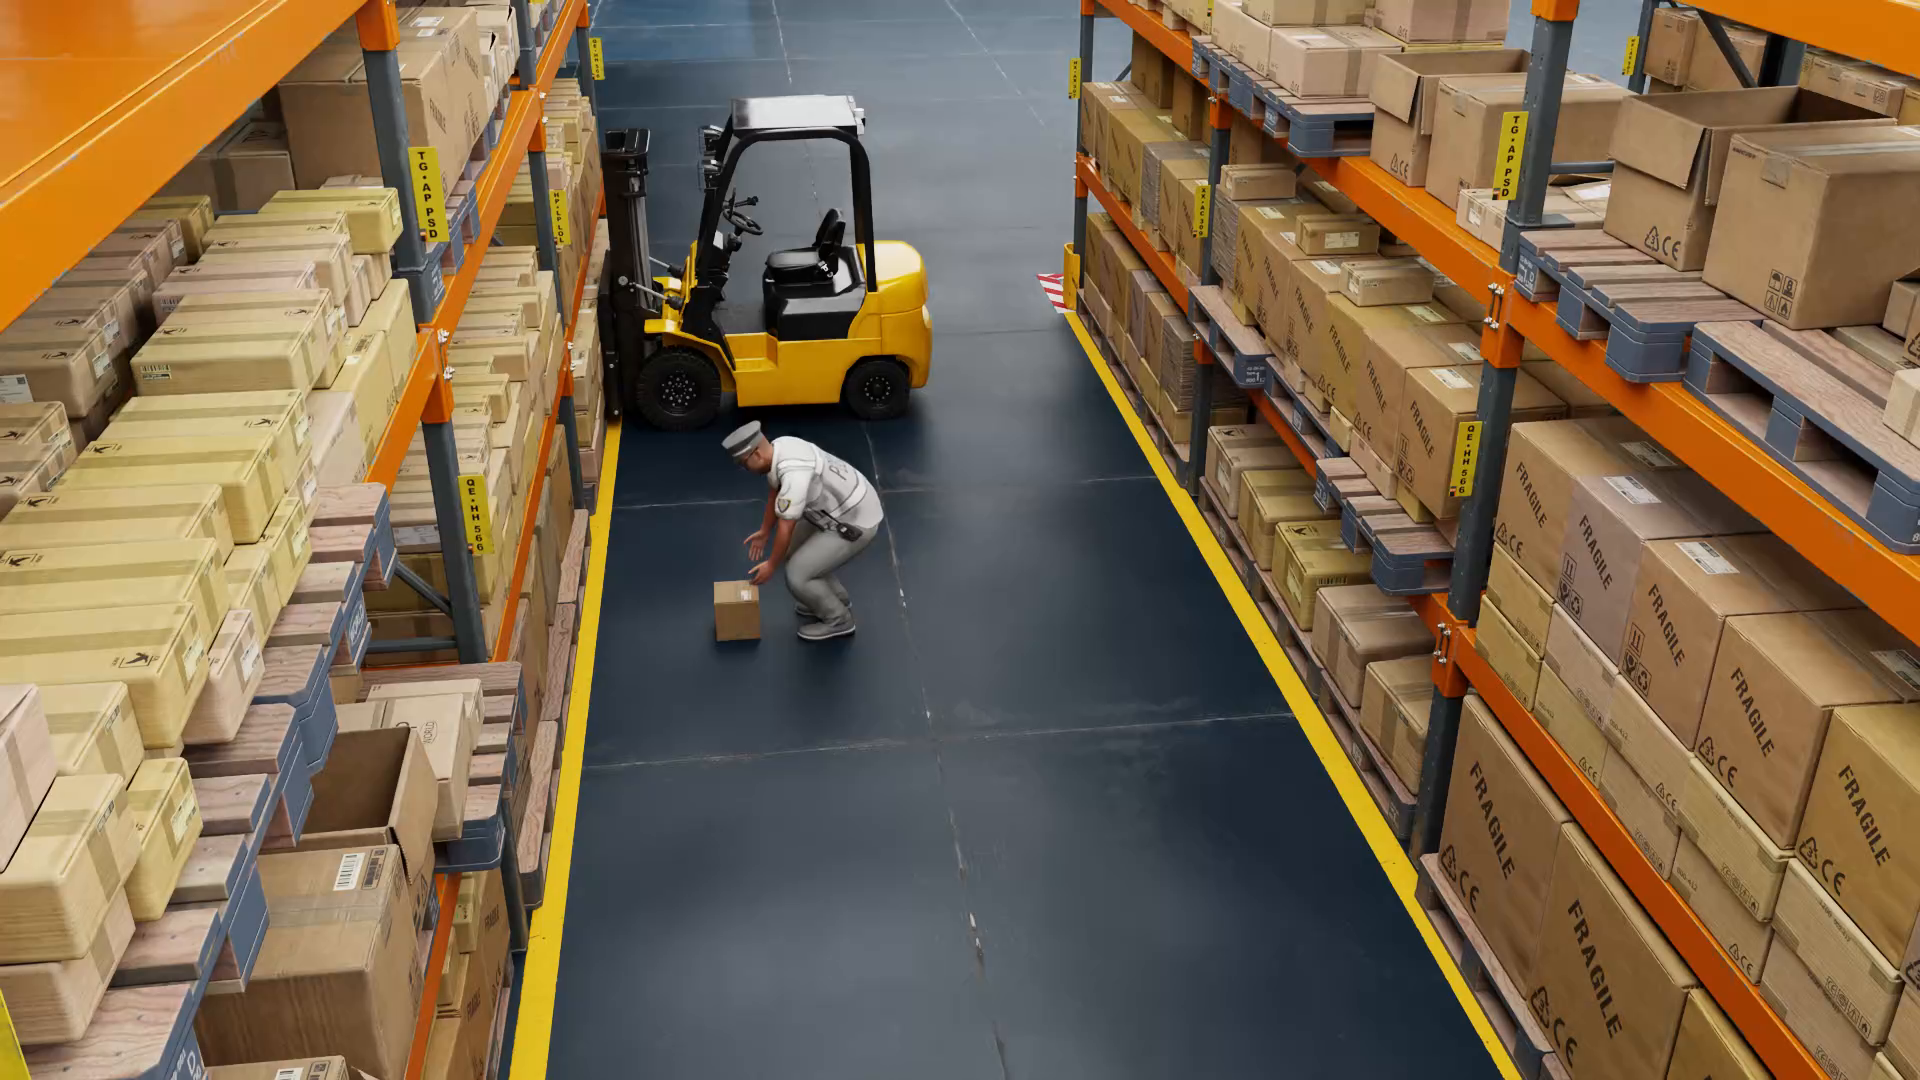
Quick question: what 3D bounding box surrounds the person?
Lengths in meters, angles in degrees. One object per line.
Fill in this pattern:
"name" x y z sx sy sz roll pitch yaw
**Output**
"person" -0.882 -0.069 9.259 0.819 1.292 0.586 -4 27 -7
